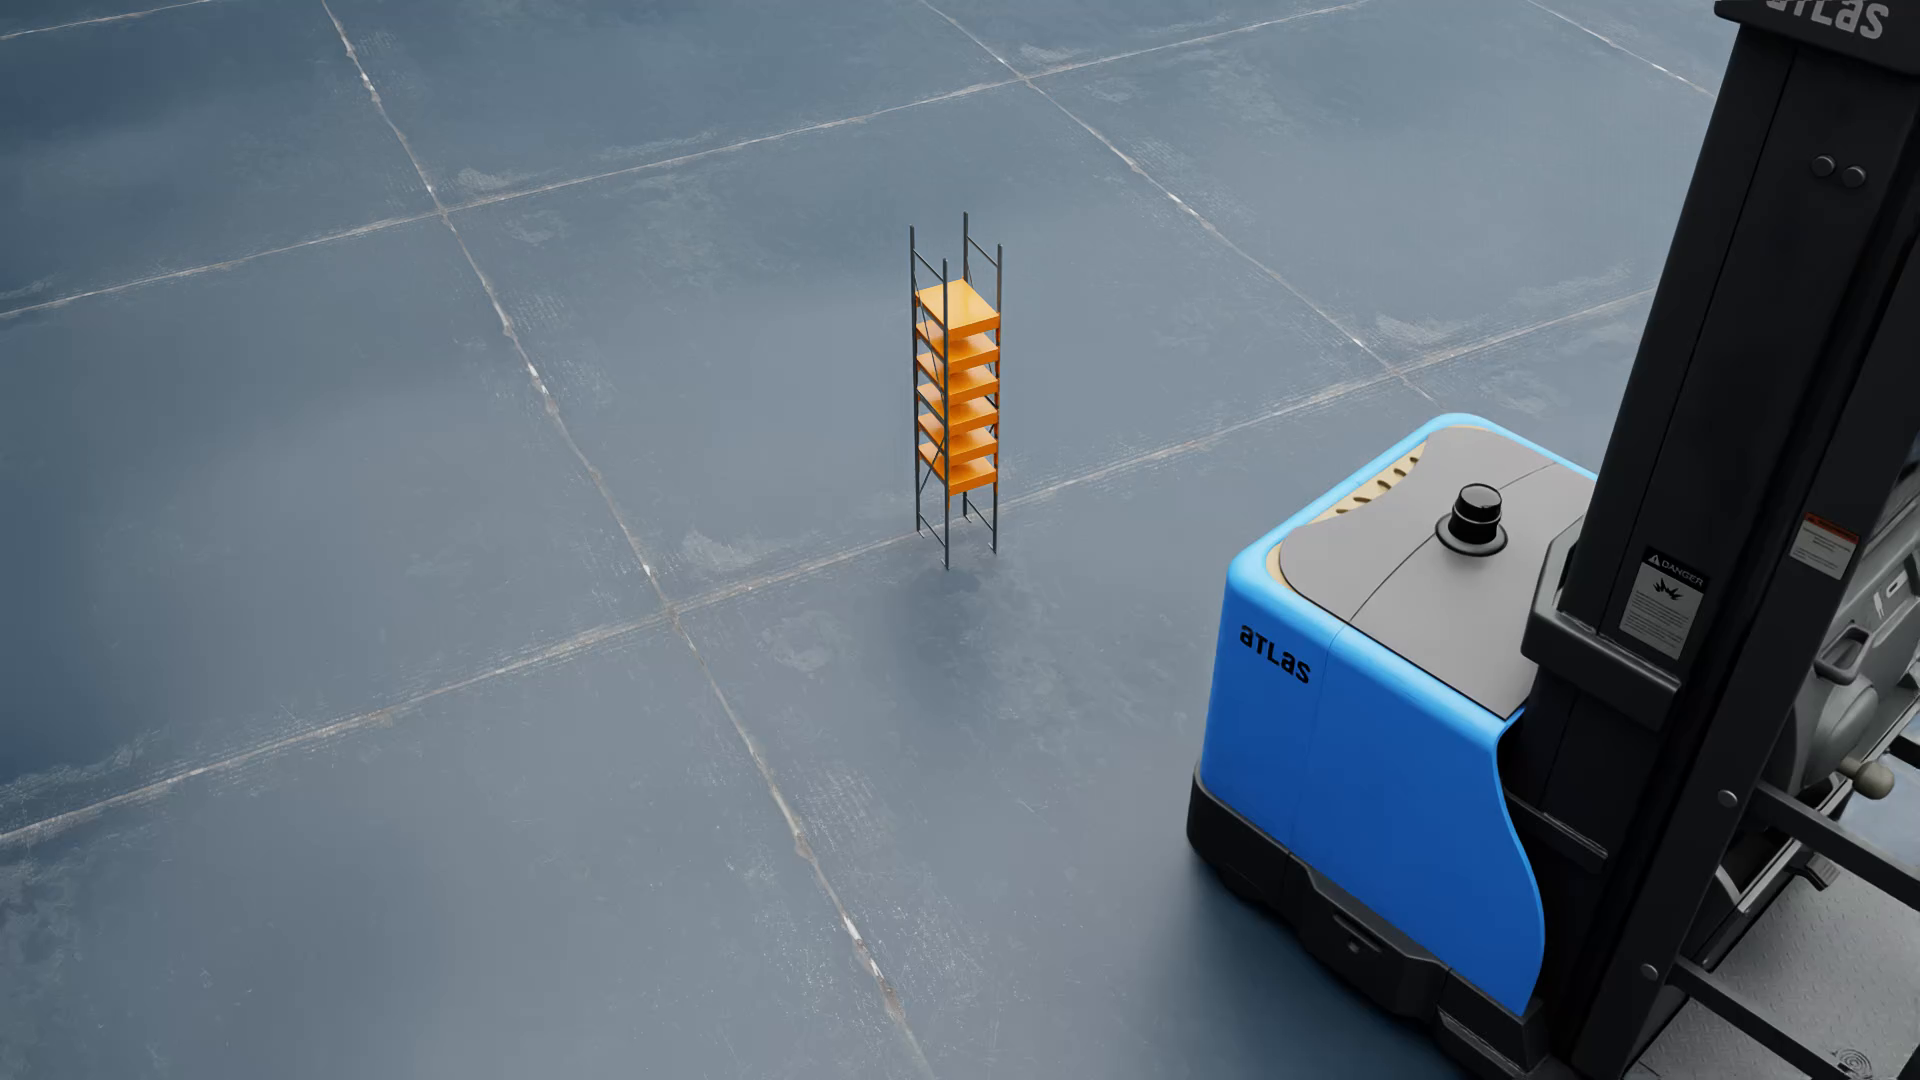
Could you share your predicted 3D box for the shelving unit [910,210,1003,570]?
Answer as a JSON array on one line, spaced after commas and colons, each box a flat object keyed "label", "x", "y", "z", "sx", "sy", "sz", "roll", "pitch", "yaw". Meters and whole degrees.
[{"label": "shelving unit", "x": -0.013, "y": -0.454, "z": 5.357, "sx": 0.189, "sy": 1.200, "sz": 0.258, "roll": -19, "pitch": 44, "yaw": -21}]

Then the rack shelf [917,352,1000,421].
[{"label": "rack shelf", "x": -0.013, "y": -0.511, "z": 5.308, "sx": 0.180, "sy": 0.103, "sz": 0.258, "roll": -19, "pitch": 44, "yaw": -21}]

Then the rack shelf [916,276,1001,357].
[{"label": "rack shelf", "x": -0.013, "y": -0.694, "z": 5.153, "sx": 0.180, "sy": 0.103, "sz": 0.258, "roll": -19, "pitch": 44, "yaw": -21}]

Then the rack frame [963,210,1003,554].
[{"label": "rack frame", "x": 0.068, "y": -0.481, "z": 5.390, "sx": 0.006, "sy": 1.200, "sz": 0.240, "roll": -19, "pitch": 44, "yaw": -21}]

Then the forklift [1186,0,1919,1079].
[{"label": "forklift", "x": 2.009, "y": 0.237, "z": 3.201, "sx": 1.130, "sy": 2.935, "sz": 3.031, "roll": -31, "pitch": 49, "yaw": -31}]

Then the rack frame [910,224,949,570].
[{"label": "rack frame", "x": -0.094, "y": -0.426, "z": 5.325, "sx": 0.006, "sy": 1.200, "sz": 0.240, "roll": -19, "pitch": 44, "yaw": -21}]

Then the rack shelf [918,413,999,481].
[{"label": "rack shelf", "x": -0.013, "y": -0.328, "z": 5.463, "sx": 0.180, "sy": 0.103, "sz": 0.258, "roll": -19, "pitch": 44, "yaw": -21}]

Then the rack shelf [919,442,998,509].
[{"label": "rack shelf", "x": -0.013, "y": -0.237, "z": 5.541, "sx": 0.180, "sy": 0.103, "sz": 0.258, "roll": -19, "pitch": 44, "yaw": -21}]

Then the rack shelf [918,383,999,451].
[{"label": "rack shelf", "x": -0.013, "y": -0.420, "z": 5.386, "sx": 0.180, "sy": 0.103, "sz": 0.258, "roll": -19, "pitch": 44, "yaw": -21}]

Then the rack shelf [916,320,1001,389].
[{"label": "rack shelf", "x": -0.013, "y": -0.603, "z": 5.231, "sx": 0.180, "sy": 0.103, "sz": 0.258, "roll": -19, "pitch": 44, "yaw": -21}]
